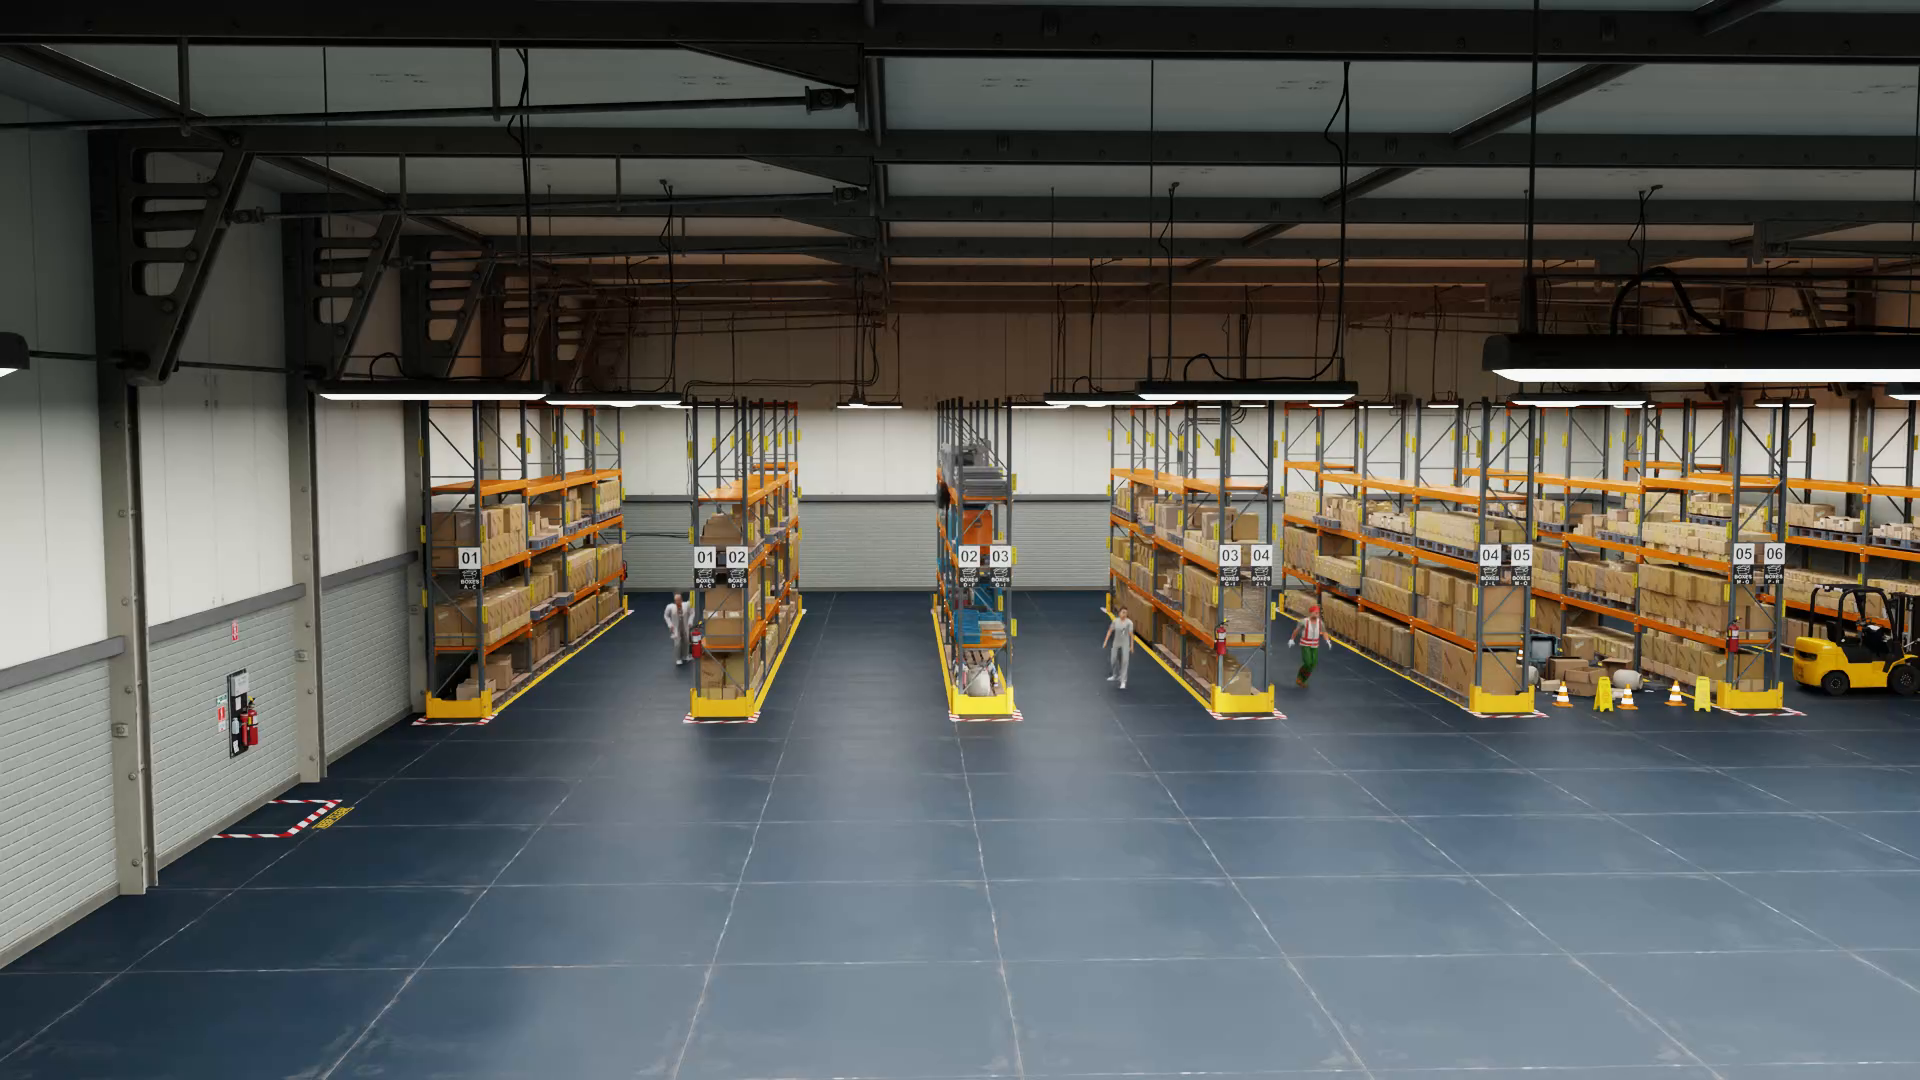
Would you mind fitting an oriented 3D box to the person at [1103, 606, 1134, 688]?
[{"bbox_3d":[3.298,2.185,34.387,0.615,1.663,0.766,2,5,24],"label":"person"}]

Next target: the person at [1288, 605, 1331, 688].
[{"bbox_3d":[7.233,2.198,34.248,0.650,1.726,0.824,-2,5,-19],"label":"person"}]

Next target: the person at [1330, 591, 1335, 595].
[{"bbox_3d":[10.909,1.009,49.762,0.845,1.766,0.639,-3,5,-32],"label":"person"}]

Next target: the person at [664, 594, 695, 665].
[{"bbox_3d":[-6.345,1.998,37.639,0.738,1.637,0.884,-2,5,-25],"label":"person"}]
